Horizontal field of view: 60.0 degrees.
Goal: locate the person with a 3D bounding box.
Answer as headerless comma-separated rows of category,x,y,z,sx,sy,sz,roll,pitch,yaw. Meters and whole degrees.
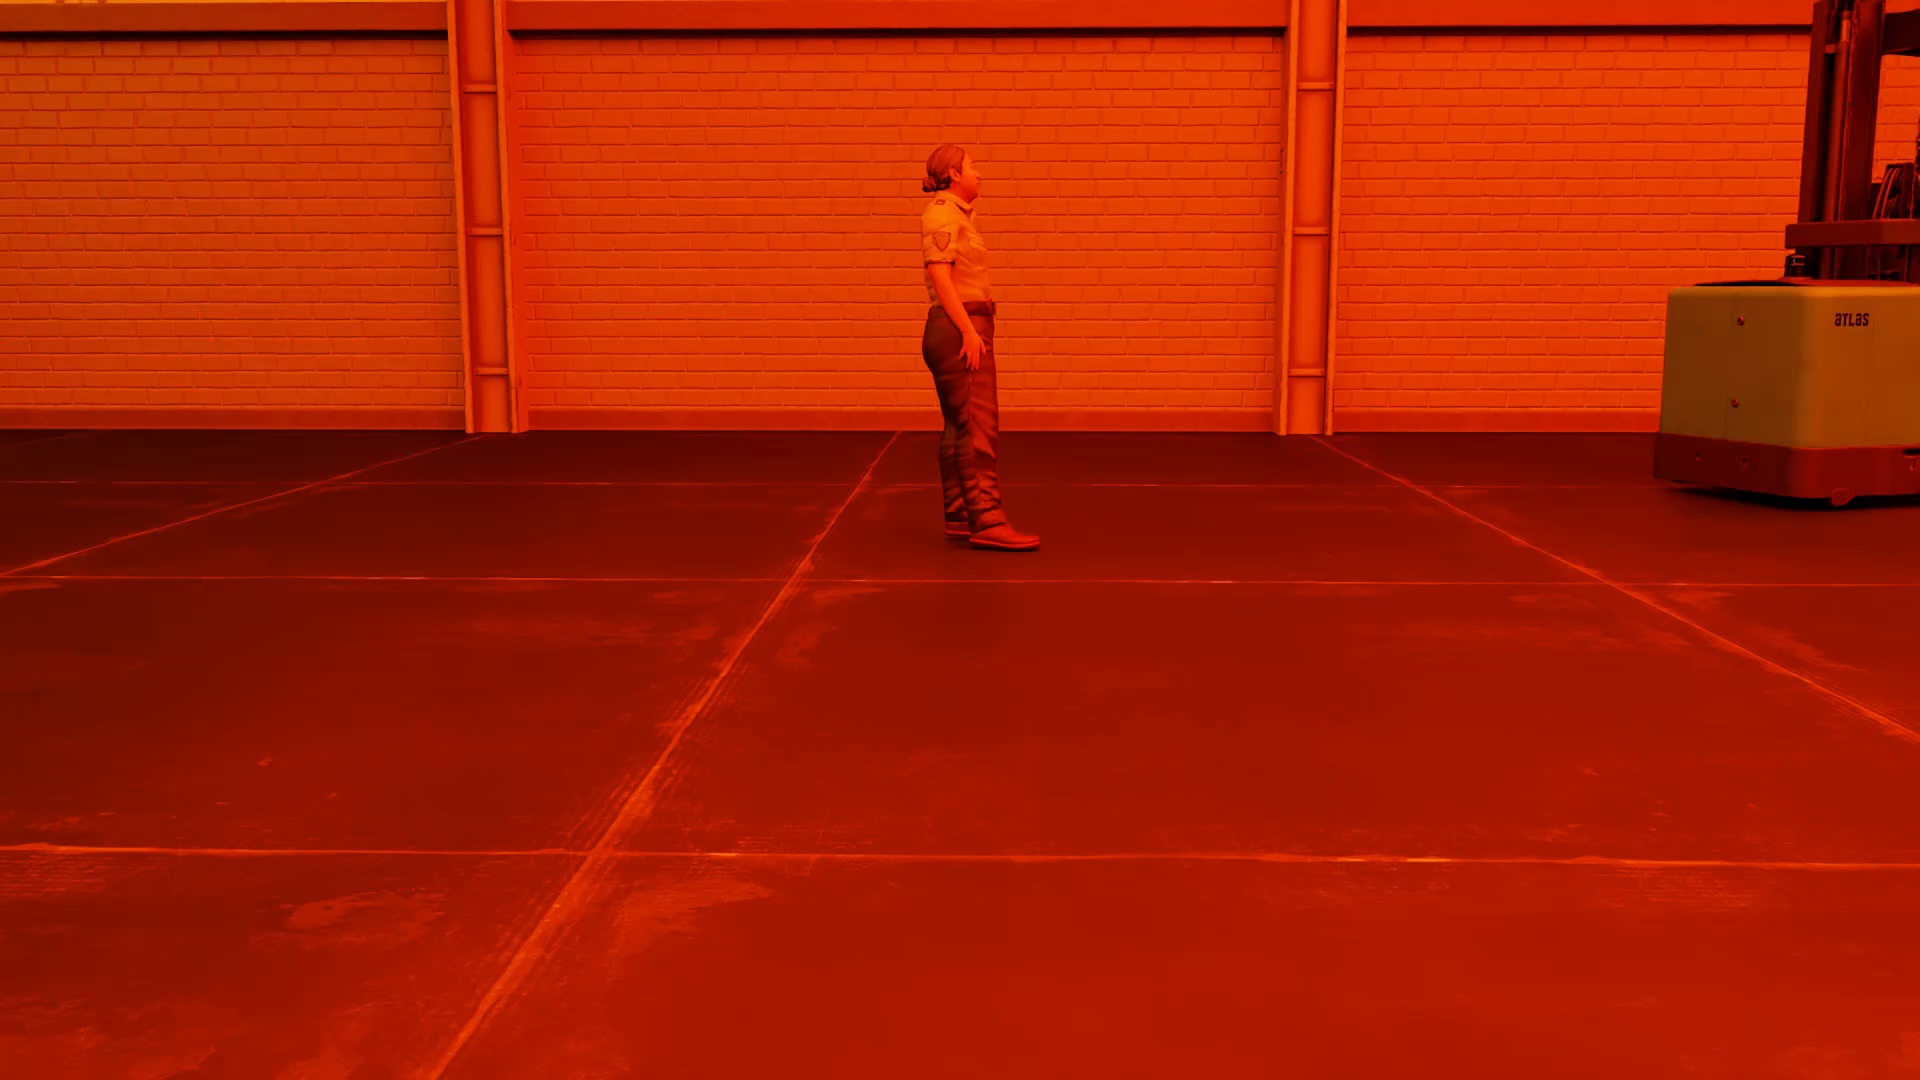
person,0.090,-0.812,6.977,0.502,1.641,0.598,0,9,1

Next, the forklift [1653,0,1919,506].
forklift,5.263,-1.724,8.708,3.031,2.935,1.130,-3,9,-20
